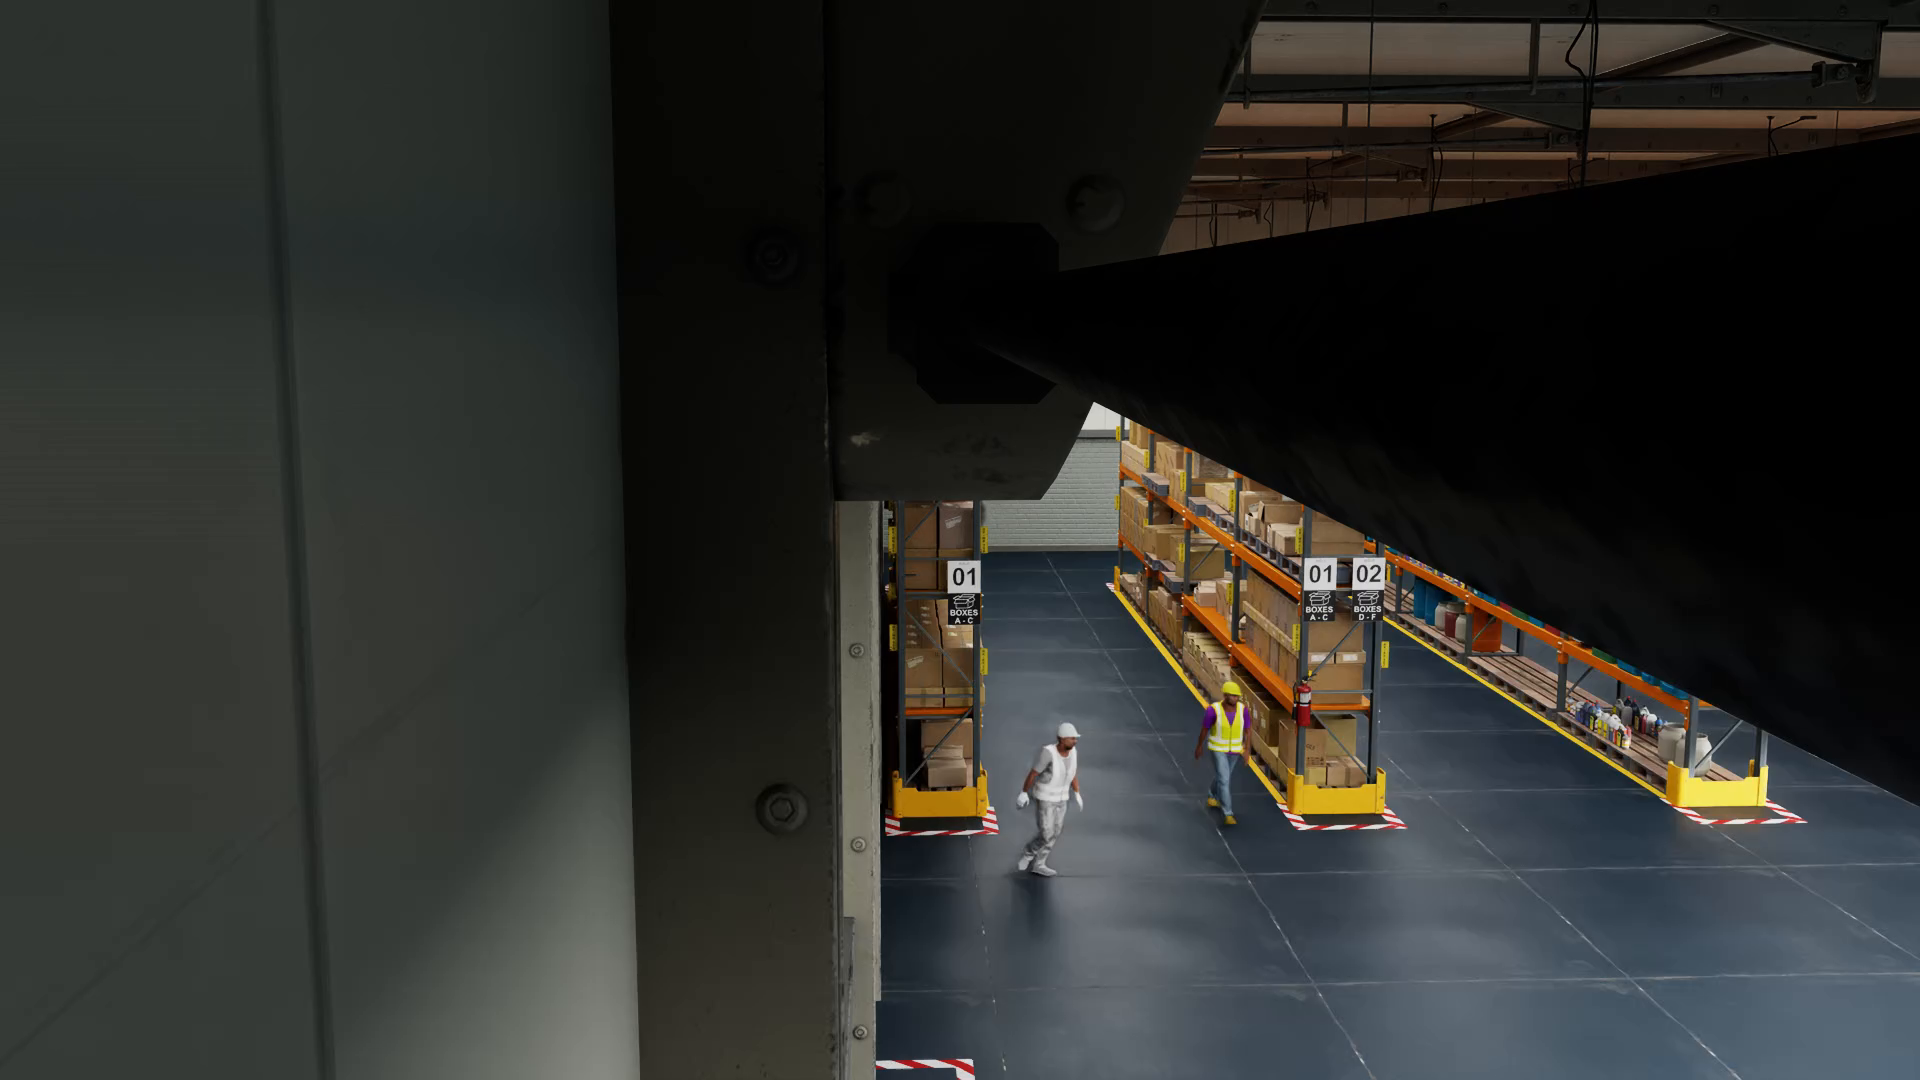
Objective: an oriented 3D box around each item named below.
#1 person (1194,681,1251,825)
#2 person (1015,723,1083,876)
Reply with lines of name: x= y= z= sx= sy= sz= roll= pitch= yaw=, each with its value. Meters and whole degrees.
person: x=3.272 y=2.565 z=20.361 sx=0.617 sy=1.705 sz=1.102 roll=-2 pitch=9 yaw=-17
person: x=1.000 y=2.853 z=18.313 sx=0.697 sy=1.739 sz=0.603 roll=-8 pitch=11 yaw=-43
